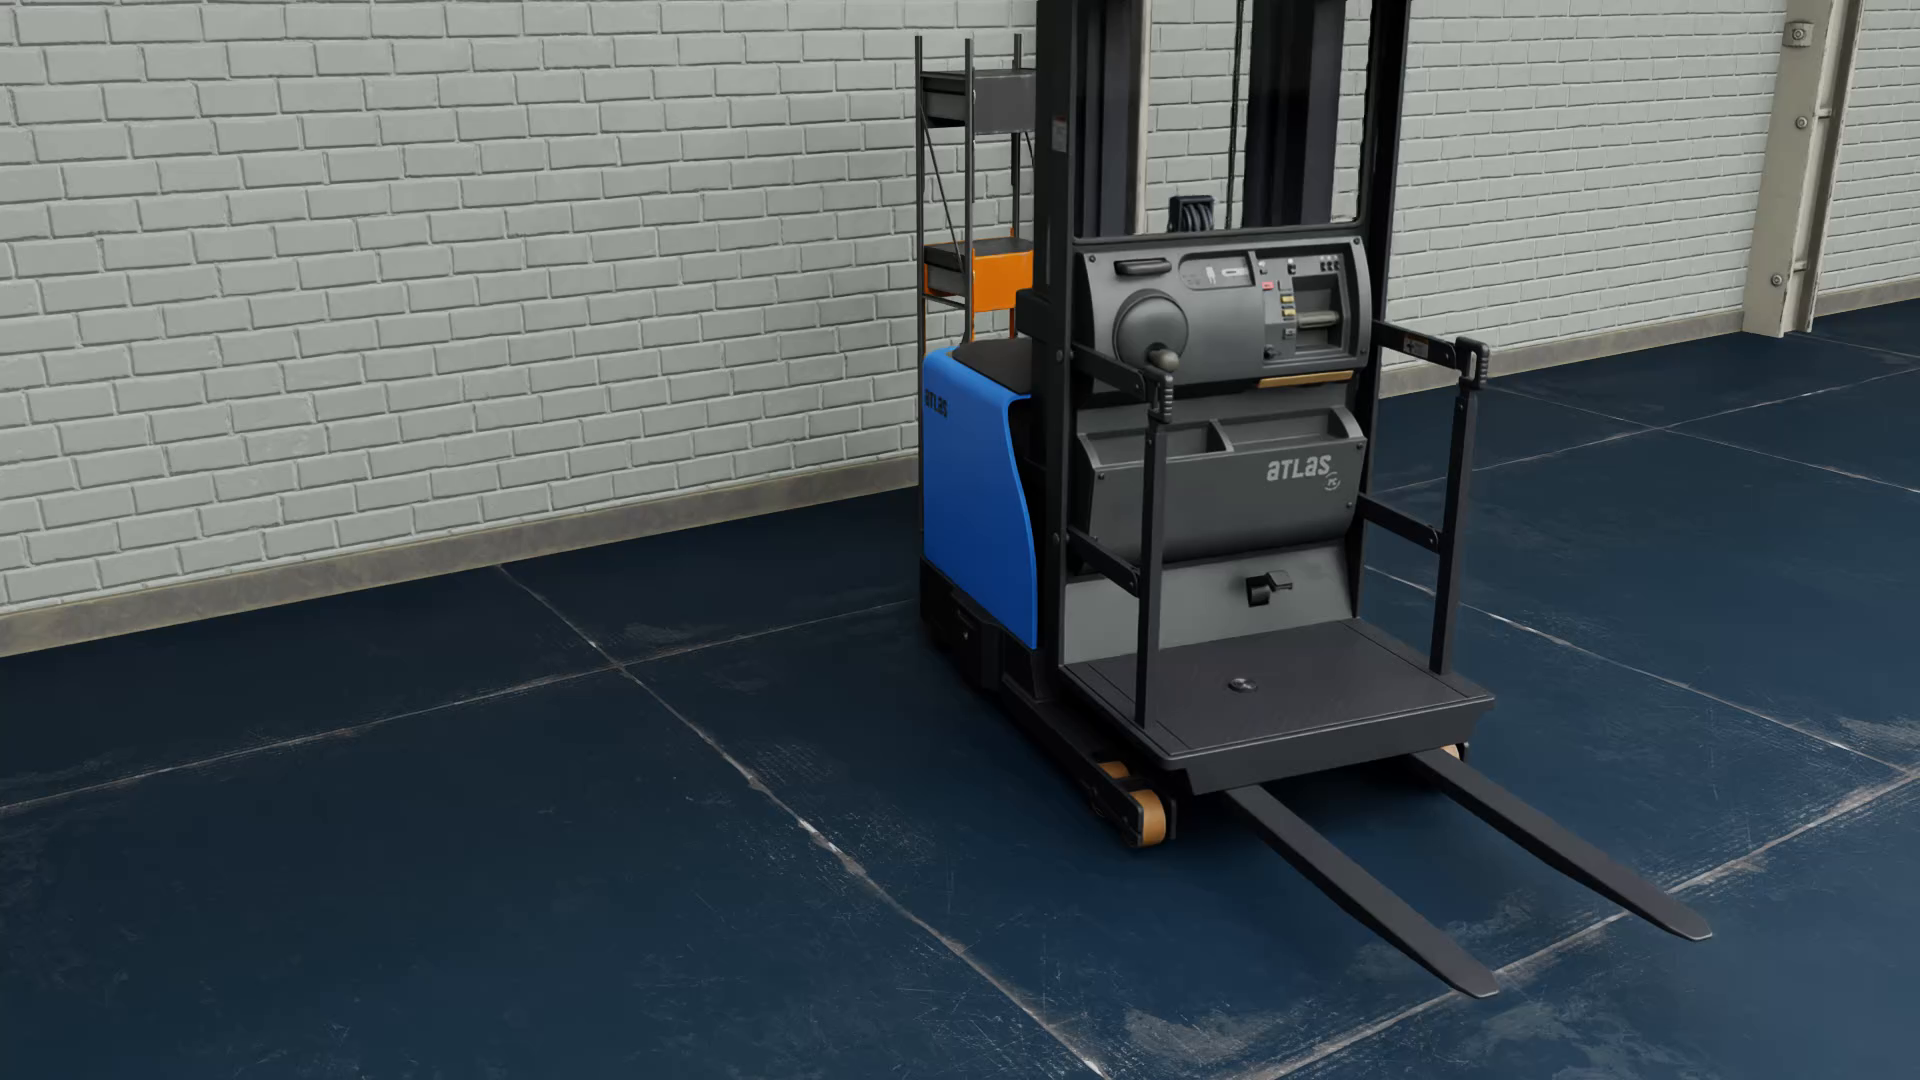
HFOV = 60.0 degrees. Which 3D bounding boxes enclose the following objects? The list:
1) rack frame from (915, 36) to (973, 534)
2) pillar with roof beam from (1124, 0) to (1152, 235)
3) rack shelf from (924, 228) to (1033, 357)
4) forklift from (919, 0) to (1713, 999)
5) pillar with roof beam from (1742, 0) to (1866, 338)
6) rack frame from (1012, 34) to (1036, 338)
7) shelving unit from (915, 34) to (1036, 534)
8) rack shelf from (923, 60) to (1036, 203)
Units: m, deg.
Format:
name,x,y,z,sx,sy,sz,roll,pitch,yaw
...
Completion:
name,x,y,z,sx,sy,sz,roll,pitch,yaw
rack frame,-0.066,-0.981,6.868,0.015,2.100,0.400,-12,22,-31
pillar with roof beam,3.010,-3.507,3.569,0.400,9.000,9.100,-12,22,-31
rack shelf,0.138,-1.011,6.999,0.480,0.518,0.431,-12,22,-31
forklift,0.871,-0.673,4.660,1.130,2.935,3.031,-7,20,-21
pillar with roof beam,8.021,-4.564,6.695,0.400,9.000,9.100,-12,22,-31
rack frame,0.342,-1.067,7.122,0.015,2.100,0.400,-12,22,-31
shelving unit,0.138,-1.024,6.995,0.503,2.100,0.431,-12,22,-31
rack shelf,0.138,-1.674,6.775,0.480,0.518,0.431,-12,22,-31
